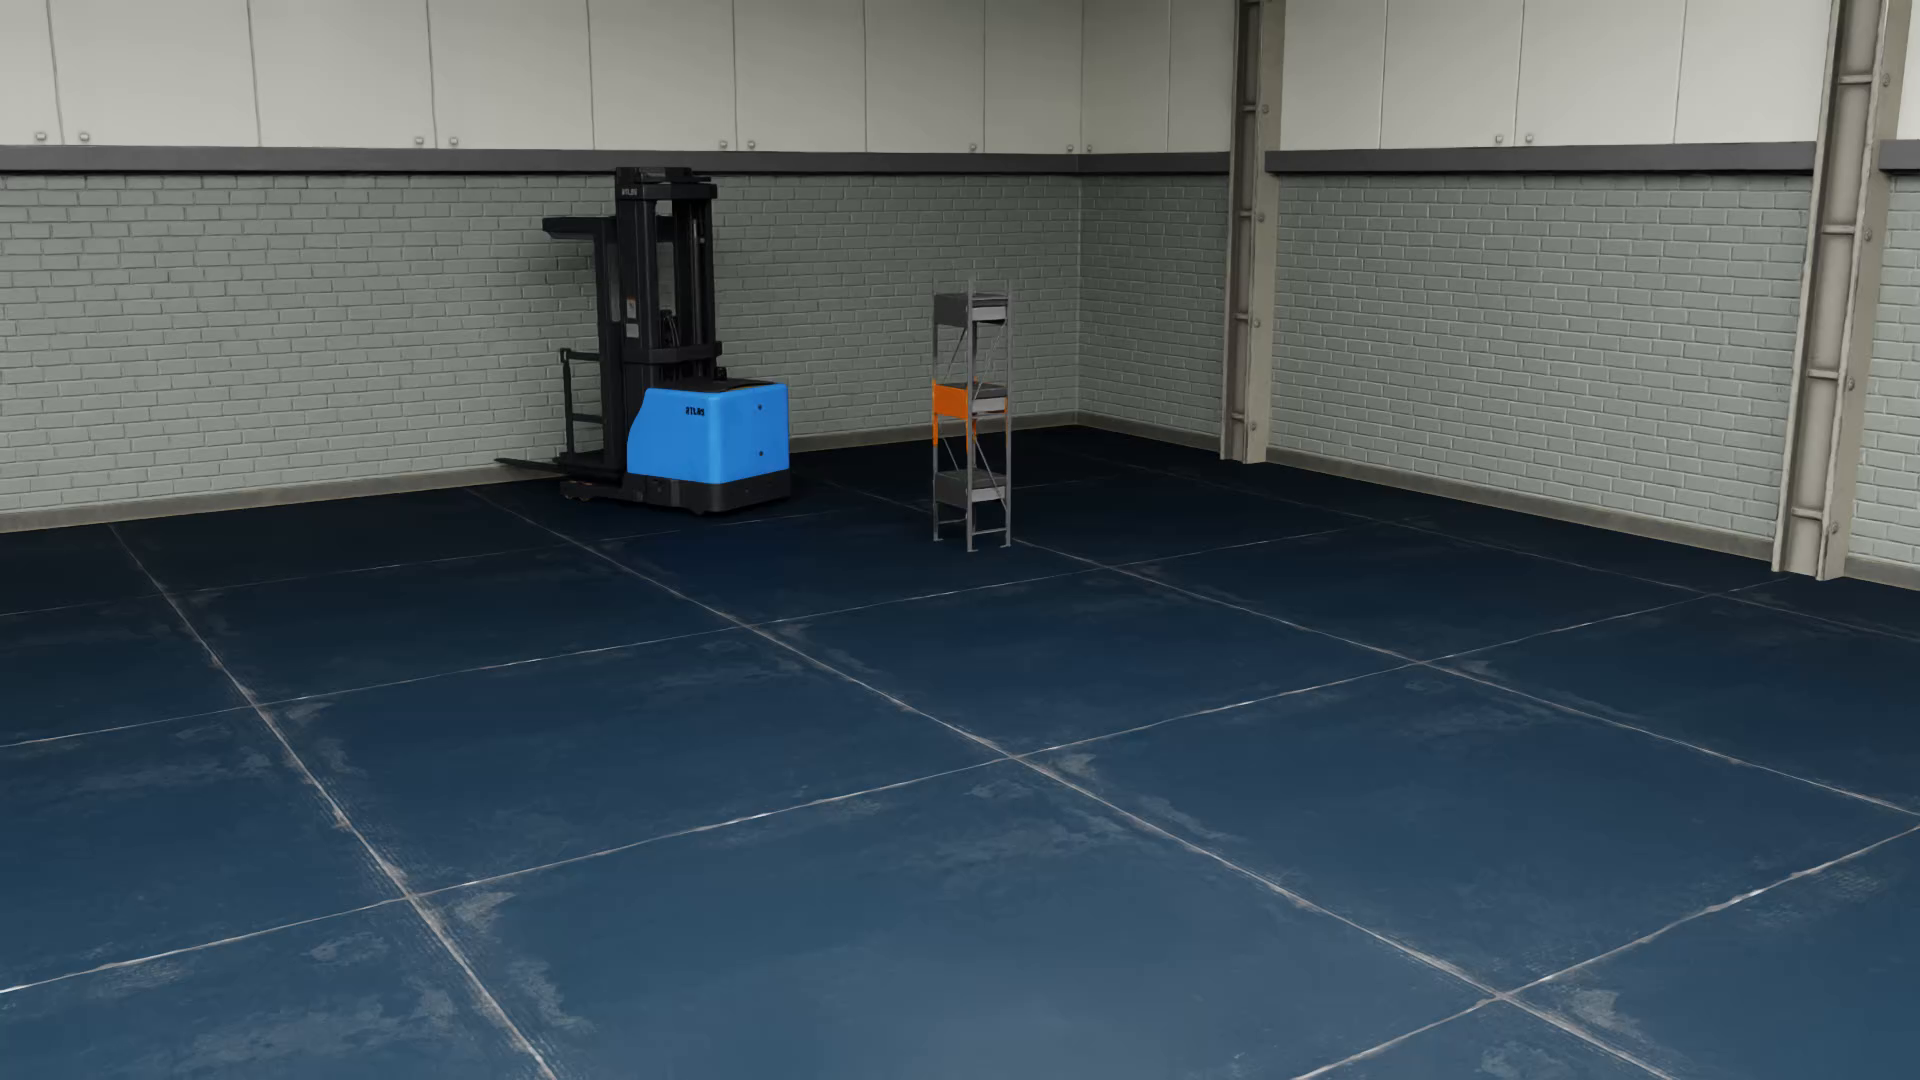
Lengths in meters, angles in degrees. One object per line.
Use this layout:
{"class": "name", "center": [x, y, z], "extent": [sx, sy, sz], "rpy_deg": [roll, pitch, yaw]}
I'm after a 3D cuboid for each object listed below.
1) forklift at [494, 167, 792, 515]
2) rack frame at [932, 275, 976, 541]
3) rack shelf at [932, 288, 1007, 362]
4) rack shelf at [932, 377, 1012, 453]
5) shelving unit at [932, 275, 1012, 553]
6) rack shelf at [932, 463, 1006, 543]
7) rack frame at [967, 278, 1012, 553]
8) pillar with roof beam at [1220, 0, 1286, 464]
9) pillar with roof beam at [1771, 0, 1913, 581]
{"class": "forklift", "center": [-3.013, -1.865, 15.028], "extent": [3.031, 2.935, 1.130], "rpy_deg": [8, 15, 33]}
{"class": "rack frame", "center": [-0.043, -1.040, 13.201], "extent": [0.400, 2.100, 0.015], "rpy_deg": [-8, 15, -33]}
{"class": "rack shelf", "center": [0.092, -1.667, 12.856], "extent": [0.431, 0.518, 0.480], "rpy_deg": [-8, 15, -33]}
{"class": "rack shelf", "center": [0.092, -0.983, 13.006], "extent": [0.431, 0.518, 0.480], "rpy_deg": [-8, 15, -33]}
{"class": "shelving unit", "center": [0.092, -0.996, 13.003], "extent": [0.431, 2.100, 0.503], "rpy_deg": [-8, 15, -33]}
{"class": "rack shelf", "center": [0.092, -0.299, 13.155], "extent": [0.431, 0.518, 0.480], "rpy_deg": [-8, 15, -33]}
{"class": "rack frame", "center": [0.227, -0.953, 12.804], "extent": [0.400, 2.100, 0.015], "rpy_deg": [-8, 15, -33]}
{"class": "pillar with roof beam", "center": [-0.663, -4.710, 13.838], "extent": [9.100, 9.000, 0.400], "rpy_deg": [-8, 15, -33]}
{"class": "pillar with roof beam", "center": [2.662, -3.643, 8.958], "extent": [9.100, 9.000, 0.400], "rpy_deg": [-8, 15, -33]}
